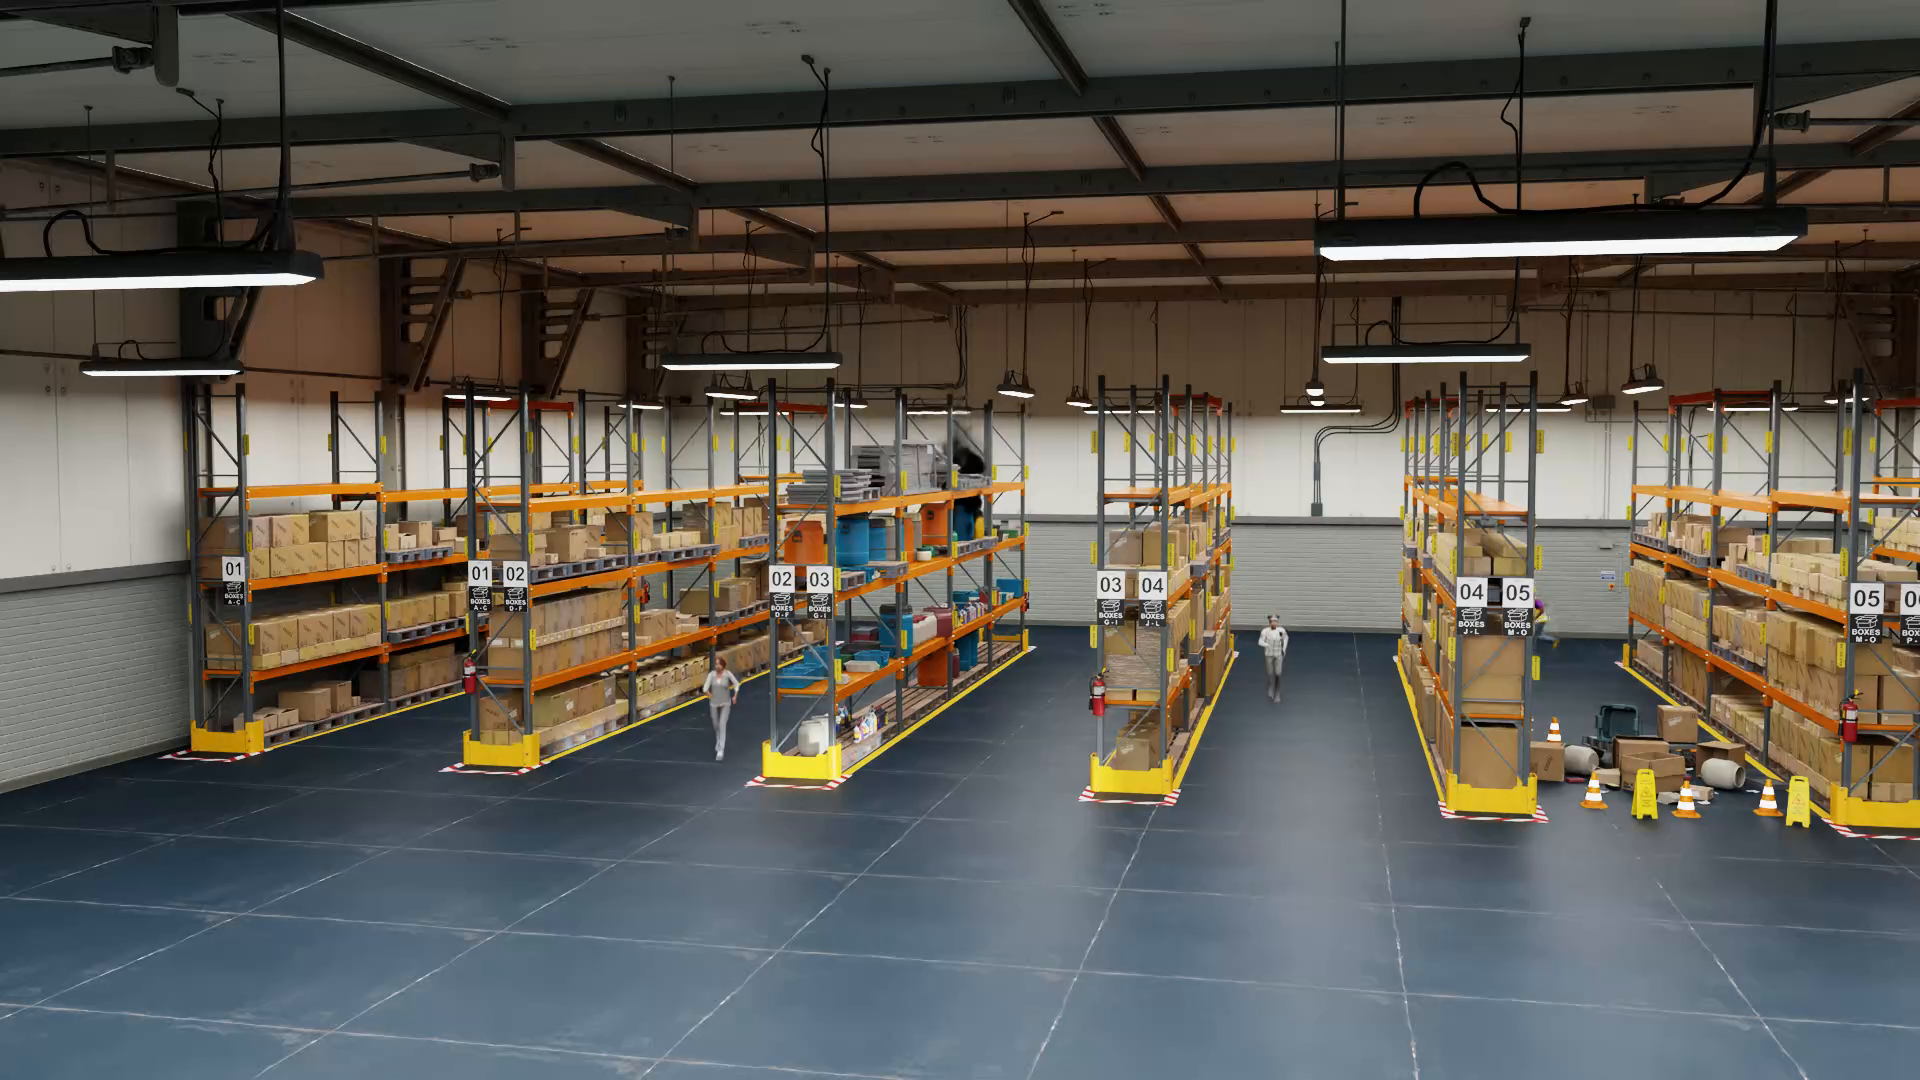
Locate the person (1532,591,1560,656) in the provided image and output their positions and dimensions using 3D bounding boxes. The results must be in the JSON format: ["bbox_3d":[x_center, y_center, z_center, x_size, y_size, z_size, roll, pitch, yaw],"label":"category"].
[{"bbox_3d":[13.646,1.946,39.067,0.924,1.701,0.701,0,3,1],"label":"person"}]

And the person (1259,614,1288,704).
[{"bbox_3d":[6.116,2.297,32.555,0.527,1.733,0.827,1,3,14],"label":"person"}]

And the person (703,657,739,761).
[{"bbox_3d":[-3.838,2.679,26.707,0.561,1.603,0.783,0,3,3],"label":"person"}]
